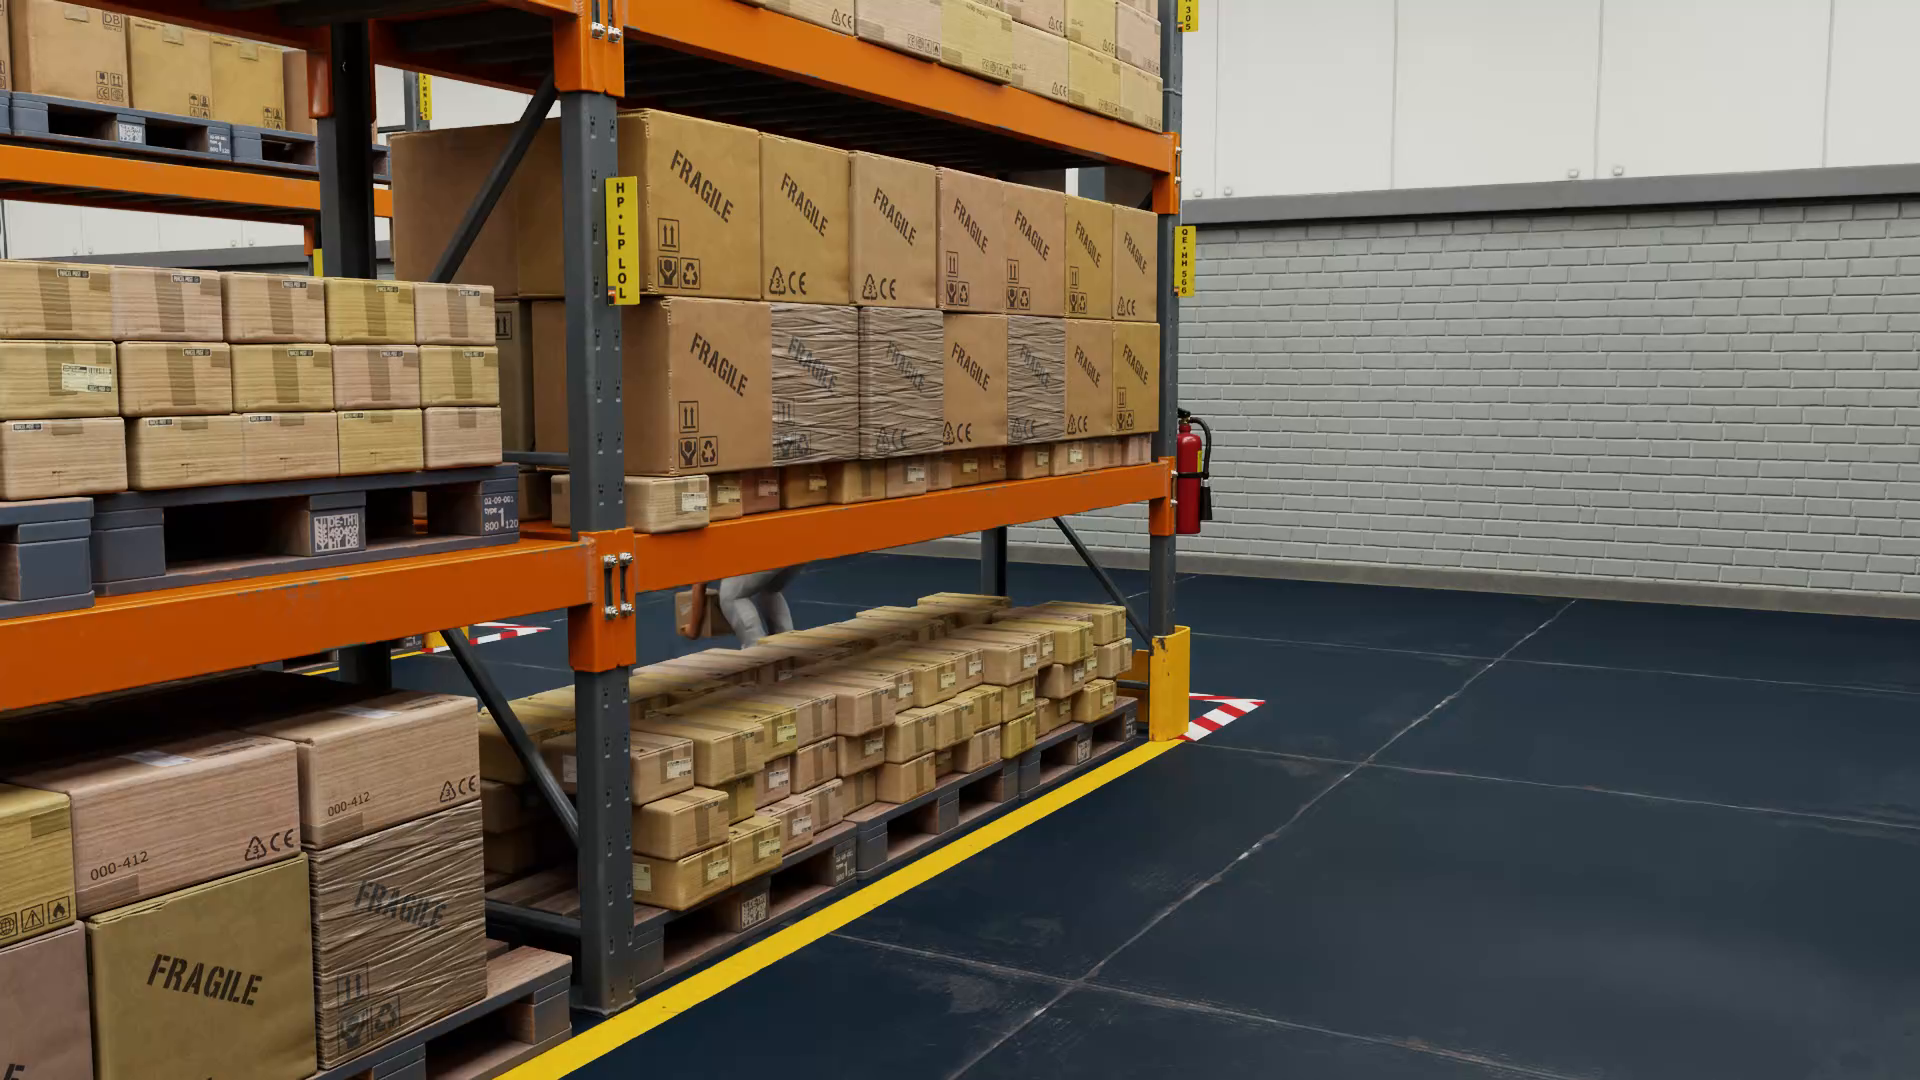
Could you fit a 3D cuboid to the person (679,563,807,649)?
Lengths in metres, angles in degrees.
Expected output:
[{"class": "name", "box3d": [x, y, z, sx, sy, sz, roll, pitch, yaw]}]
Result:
[{"class": "person", "box3d": [-1.280, 0.247, 9.636, 0.950, 1.014, 0.497, 3, 7, 26]}]
